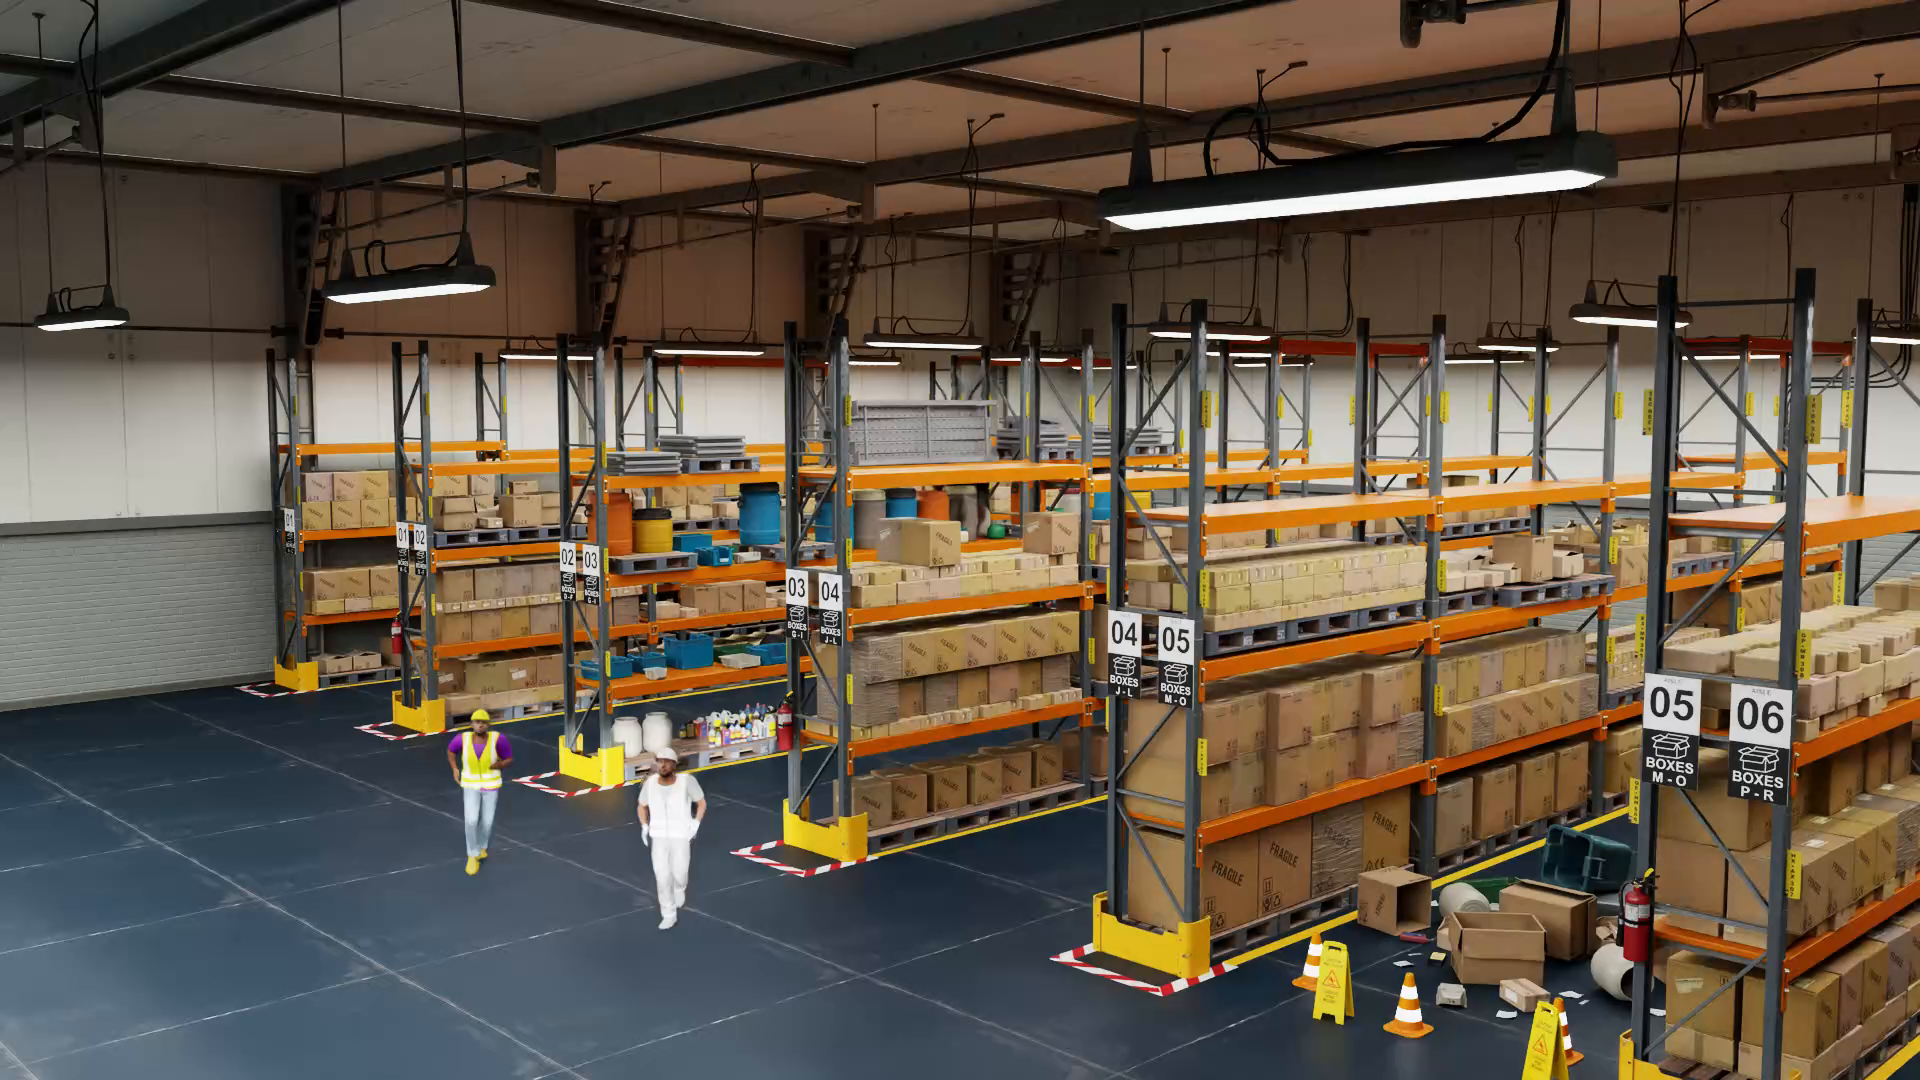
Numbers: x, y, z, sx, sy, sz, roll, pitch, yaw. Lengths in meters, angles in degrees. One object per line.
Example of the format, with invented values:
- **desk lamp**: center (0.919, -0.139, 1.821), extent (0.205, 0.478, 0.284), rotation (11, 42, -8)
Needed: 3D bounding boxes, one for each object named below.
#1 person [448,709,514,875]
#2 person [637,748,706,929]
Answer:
- **person**: center (-5.232, 2.729, 18.203), extent (0.675, 1.792, 0.789), rotation (-2, 5, -20)
- **person**: center (-2.833, 2.892, 16.302), extent (0.676, 1.744, 0.554), rotation (0, 5, 1)
